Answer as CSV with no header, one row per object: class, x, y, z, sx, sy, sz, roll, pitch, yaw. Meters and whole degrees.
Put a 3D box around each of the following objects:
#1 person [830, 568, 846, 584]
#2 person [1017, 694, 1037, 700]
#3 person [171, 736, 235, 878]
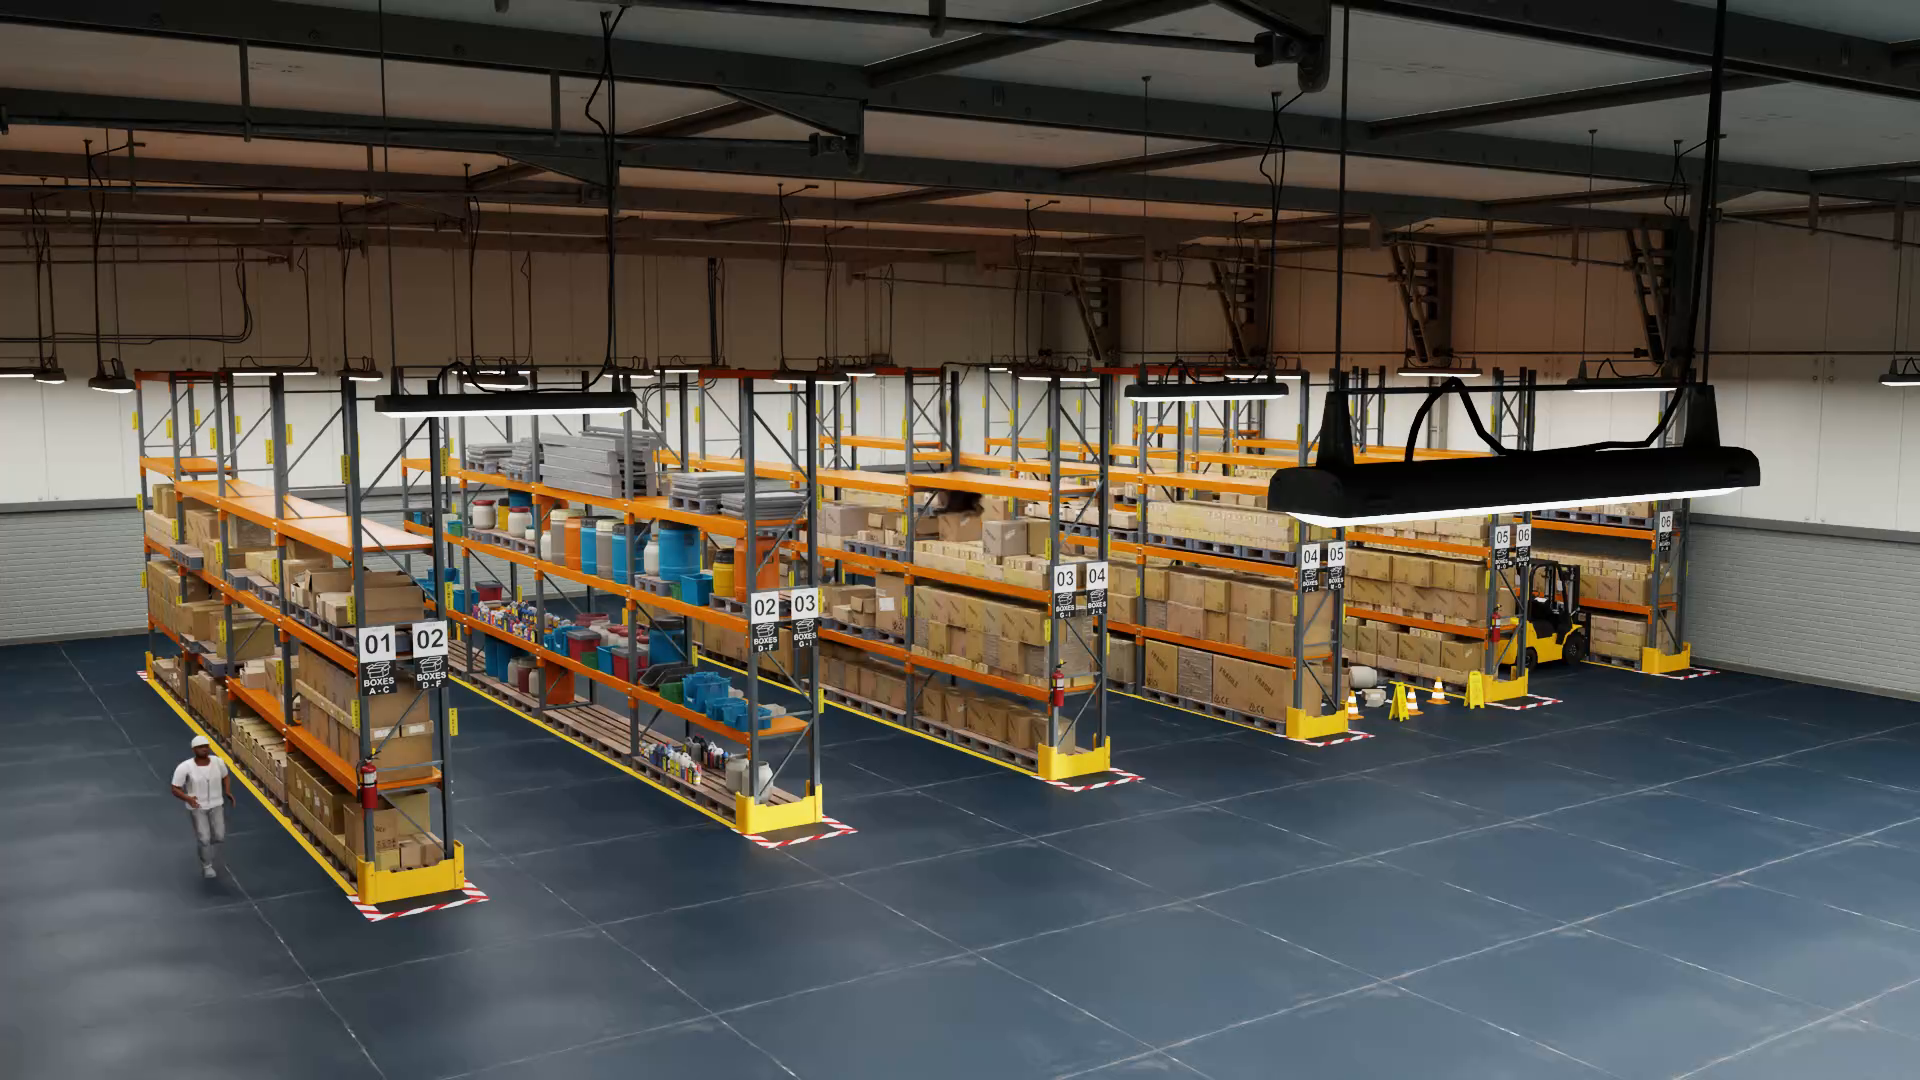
person,-2.666,1.421,36.904,0.508,1.510,0.667,-4,7,-30
person,1.355,2.080,29.931,0.632,1.698,0.862,-6,9,-42
person,-9.157,3.214,20.142,0.703,1.723,0.588,-6,9,-43
